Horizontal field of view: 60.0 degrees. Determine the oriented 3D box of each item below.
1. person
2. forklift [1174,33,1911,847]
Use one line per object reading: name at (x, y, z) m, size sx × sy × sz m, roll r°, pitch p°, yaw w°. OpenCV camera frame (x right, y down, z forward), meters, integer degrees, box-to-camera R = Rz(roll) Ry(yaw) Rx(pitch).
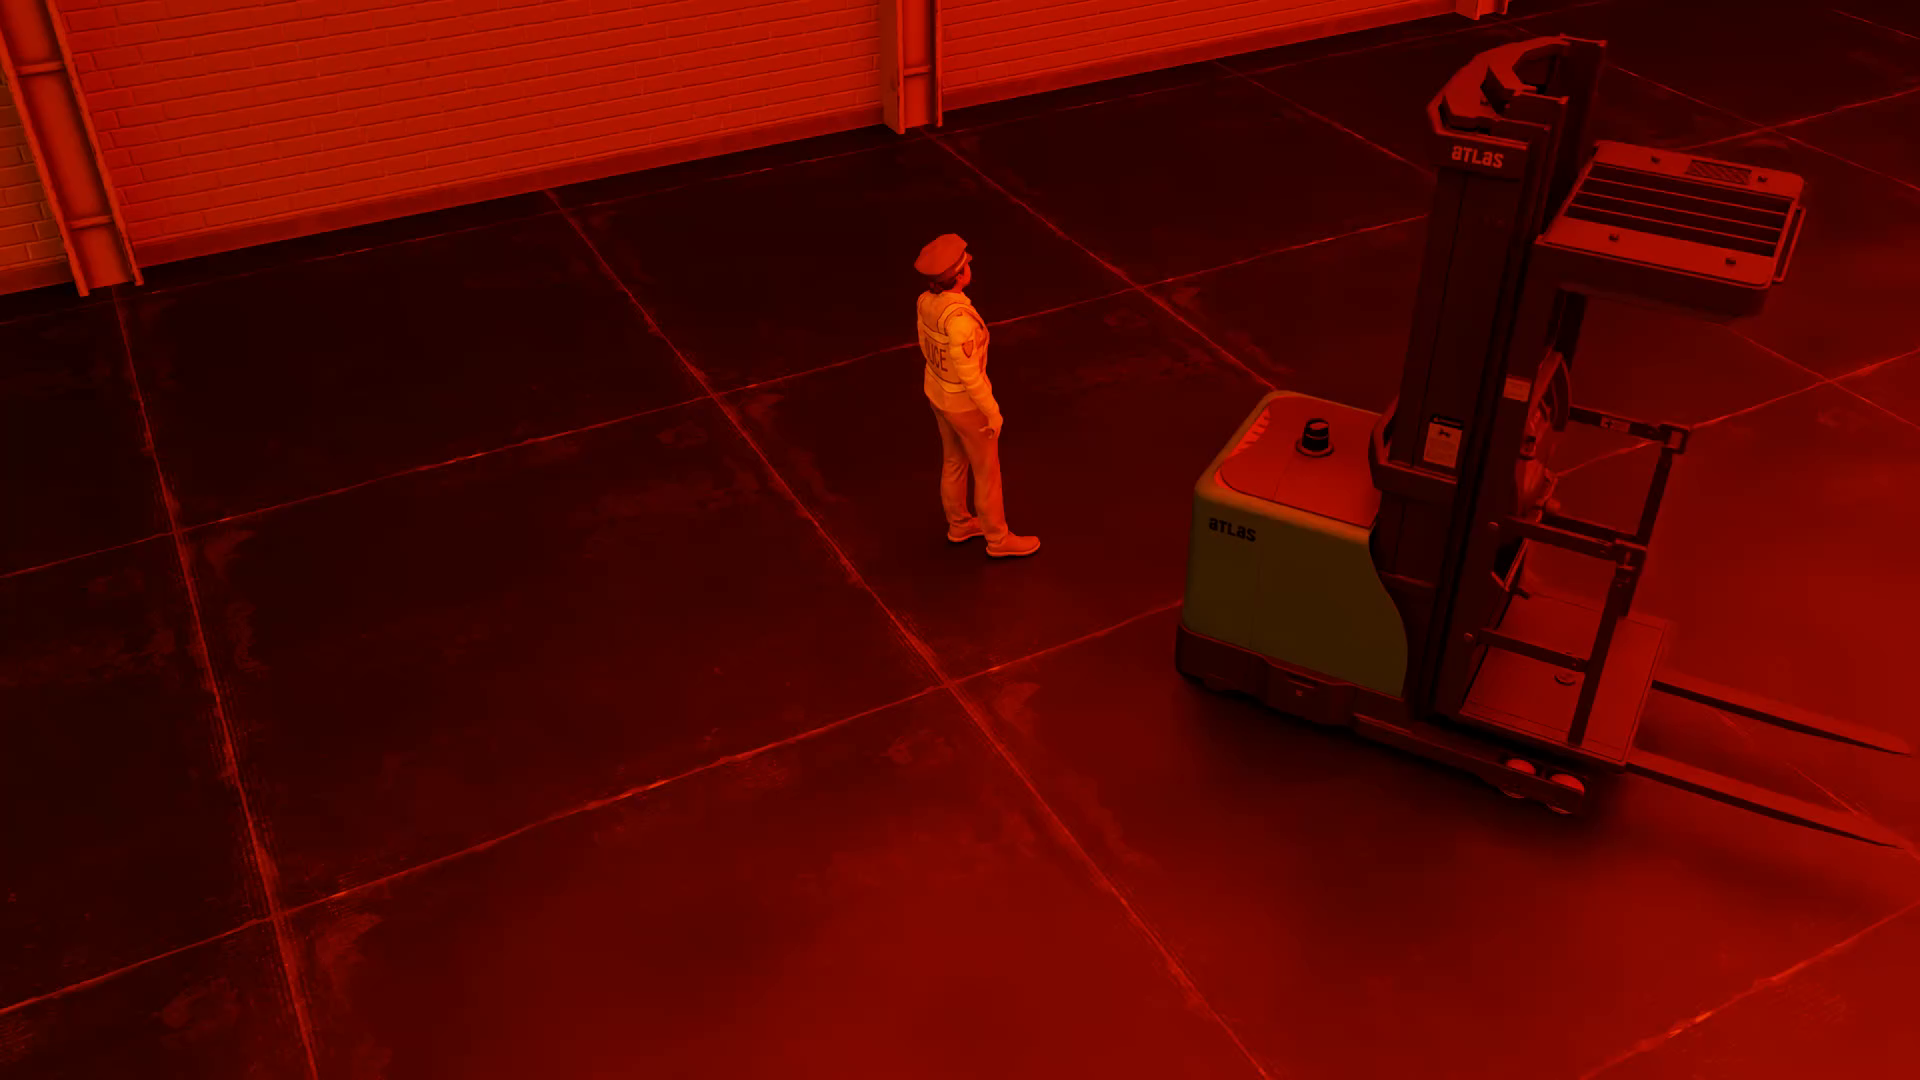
person at (0.064, -0.713, 8.190) m, size 0.532 × 1.694 × 0.586 m, roll -17°, pitch 39°, yaw -23°
forklift at (2.540, -0.394, 6.680) m, size 3.031 × 2.935 × 1.130 m, roll 18°, pitch 39°, yaw 23°
